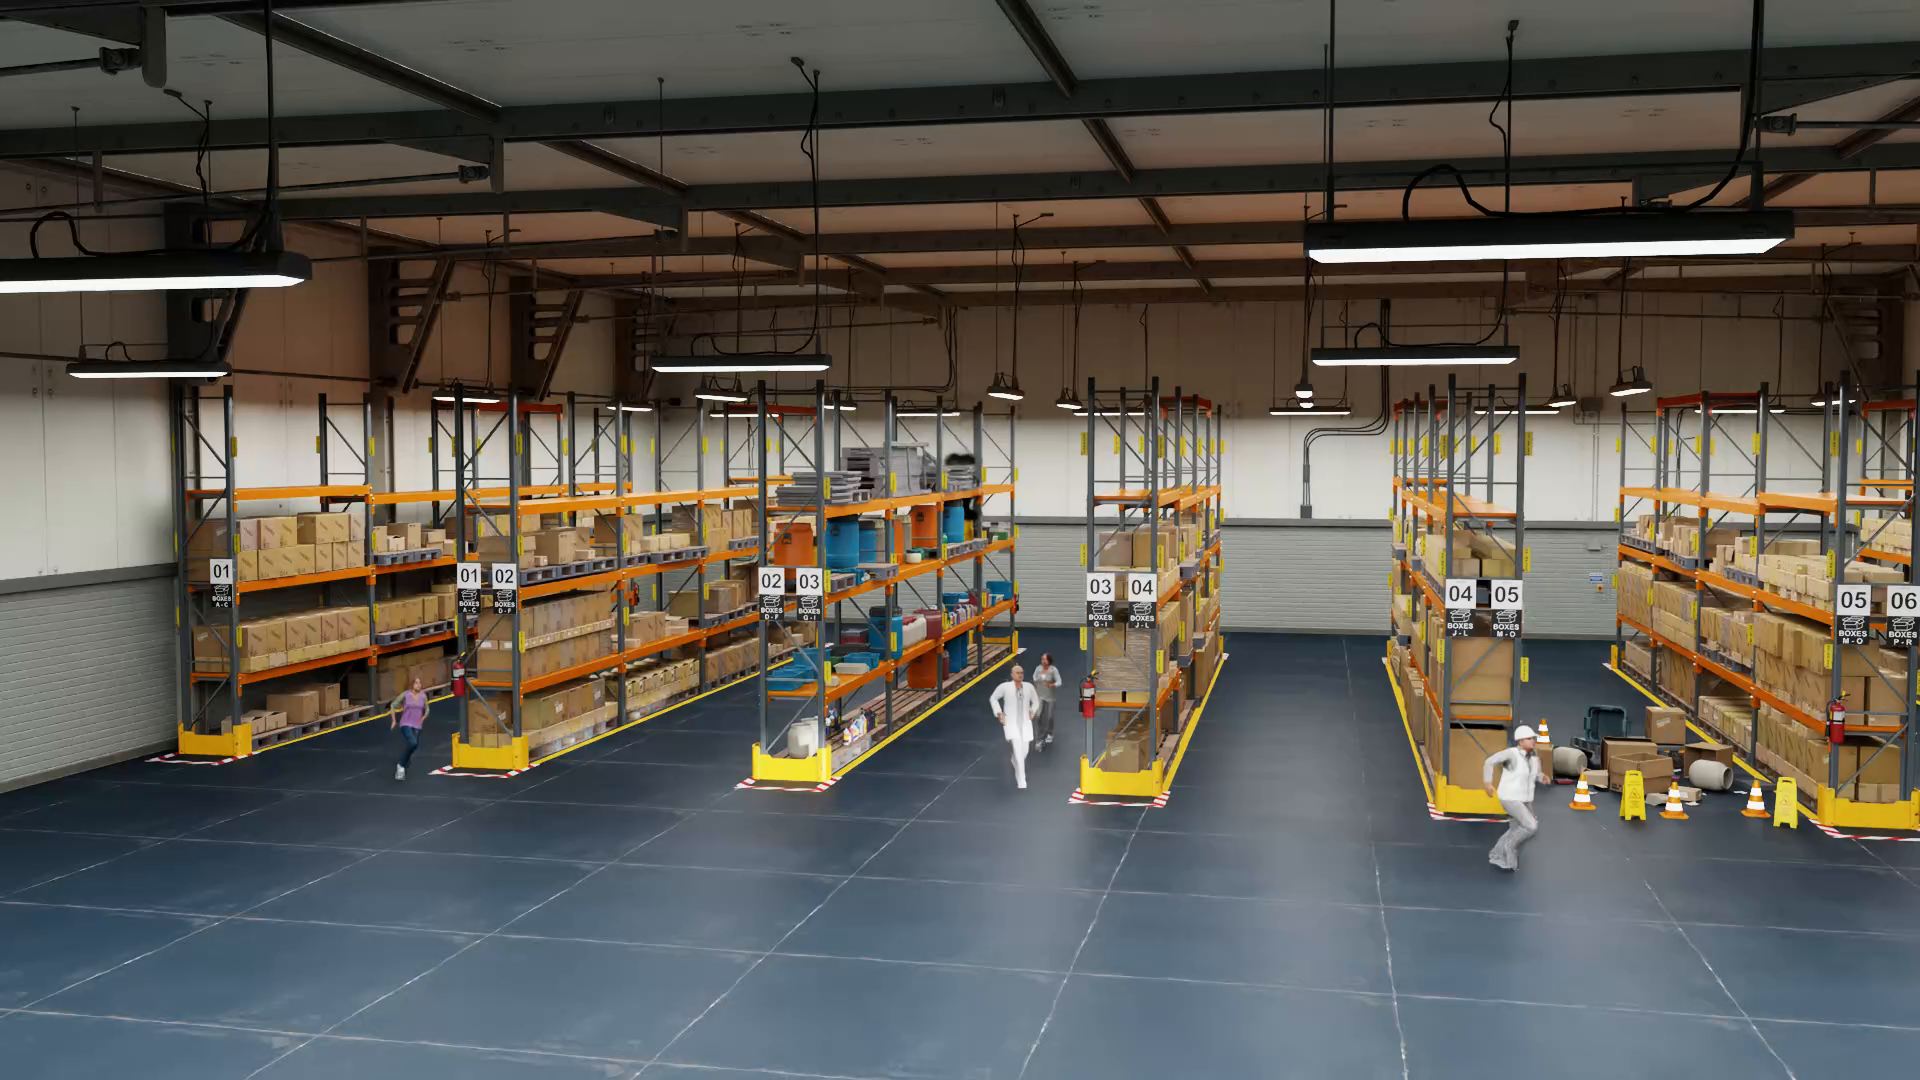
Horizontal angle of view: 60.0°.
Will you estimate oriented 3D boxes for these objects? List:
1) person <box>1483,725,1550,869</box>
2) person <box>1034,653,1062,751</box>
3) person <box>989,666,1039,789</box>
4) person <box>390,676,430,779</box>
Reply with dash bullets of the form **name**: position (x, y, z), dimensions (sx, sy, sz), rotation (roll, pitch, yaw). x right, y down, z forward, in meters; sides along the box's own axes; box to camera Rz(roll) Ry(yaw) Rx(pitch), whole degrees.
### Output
- **person**: position (6.539, 3.027, 19.466), dimensions (0.690, 1.723, 0.765), rotation (-2, 4, -32)
- **person**: position (1.453, 2.671, 27.613), dimensions (0.514, 1.629, 0.761), rotation (1, 3, 12)
- **person**: position (0.833, 2.741, 24.695), dimensions (0.735, 1.758, 0.922), rotation (-1, 3, -15)
- **person**: position (-8.222, 2.827, 24.985), dimensions (0.538, 1.520, 0.582), rotation (-3, 4, -41)
